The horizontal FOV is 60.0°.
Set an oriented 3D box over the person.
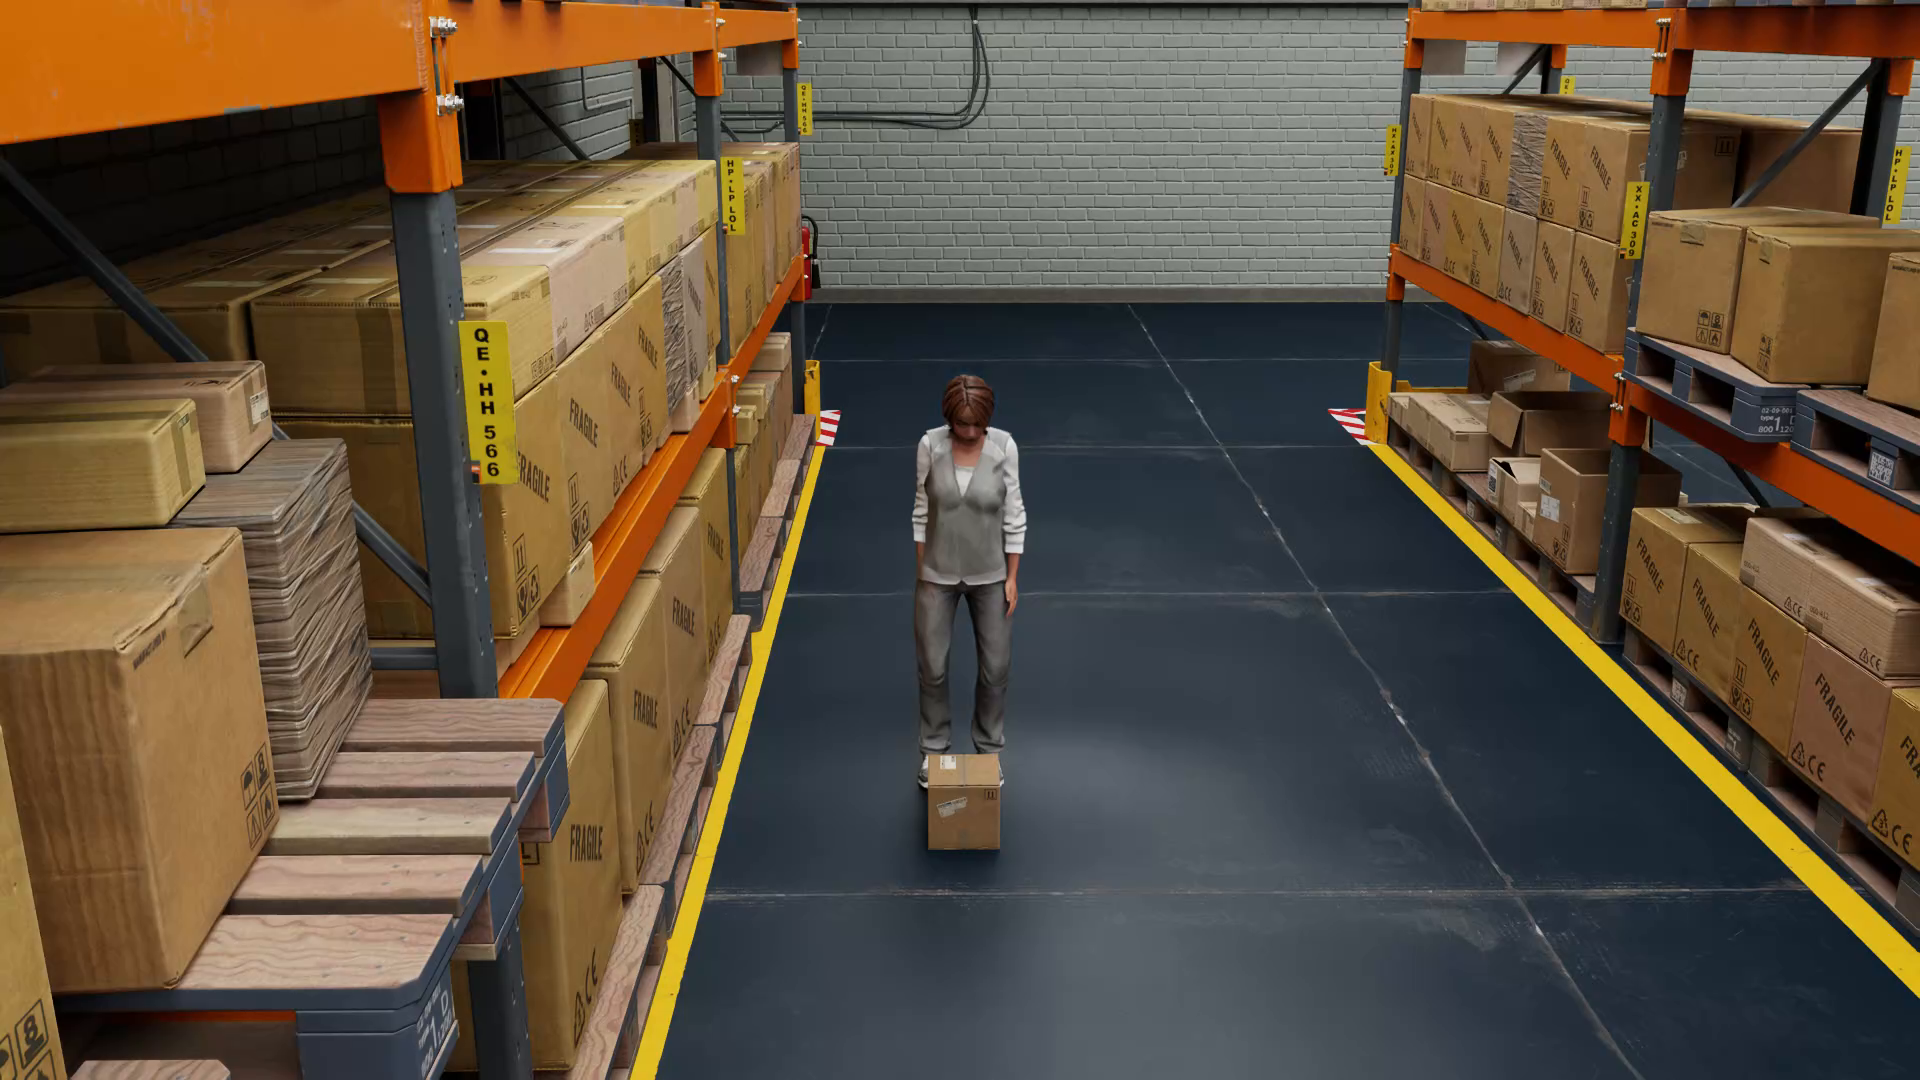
[{"bbox_3d":[0.034,0.162,6.121,0.417,1.562,0.341,0,17,1],"label":"person"}]
